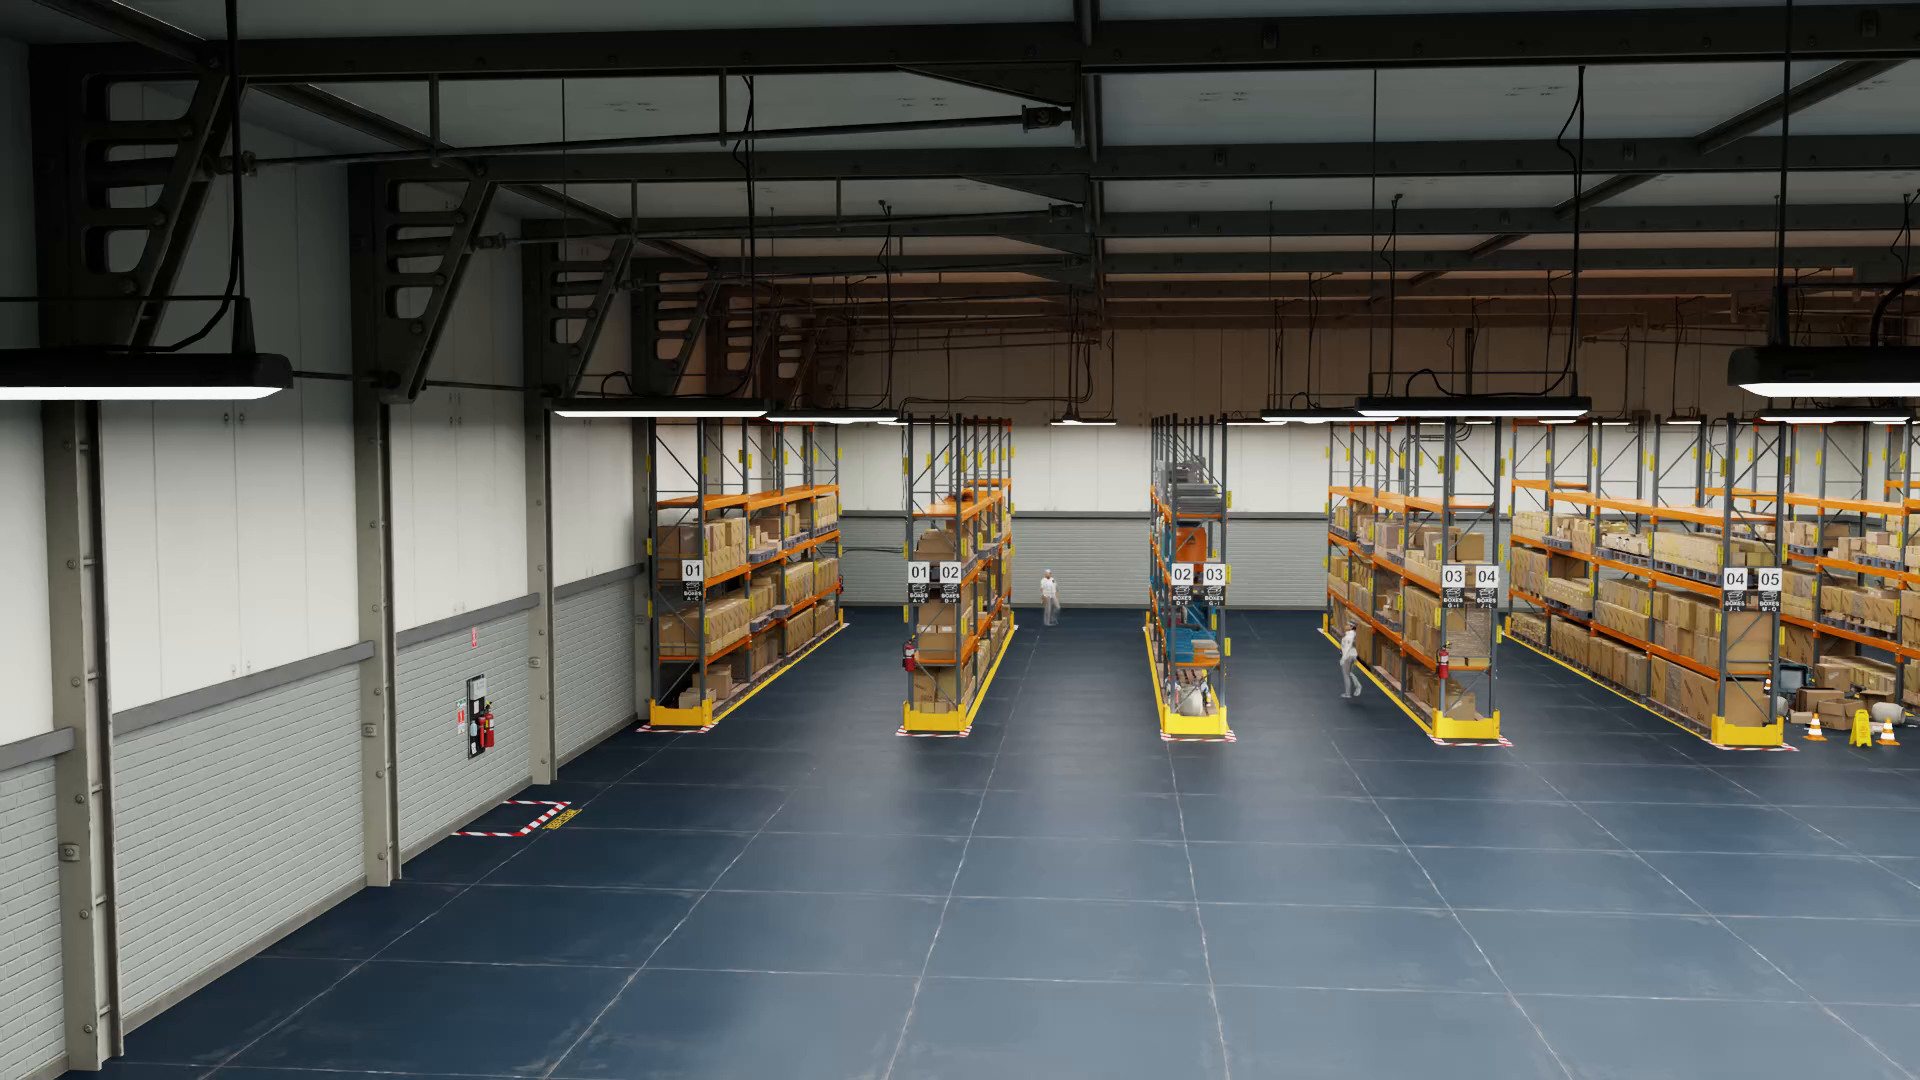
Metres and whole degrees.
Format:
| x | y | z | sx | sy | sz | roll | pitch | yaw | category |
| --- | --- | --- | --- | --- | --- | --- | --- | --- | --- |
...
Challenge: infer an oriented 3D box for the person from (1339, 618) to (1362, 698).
| x | y | z | sx | sy | sz | roll | pitch | yaw | category |
| --- | --- | --- | --- | --- | --- | --- | --- | --- | --- |
| 8.265 | 2.496 | 35.169 | 0.464 | 1.685 | 0.480 | -3 | 5 | -35 | person |

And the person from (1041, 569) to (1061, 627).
| x | y | z | sx | sy | sz | roll | pitch | yaw | category |
| --- | --- | --- | --- | --- | --- | --- | --- | --- | --- |
| 2.606 | 1.680 | 47.857 | 0.595 | 1.667 | 0.491 | -3 | 5 | -38 | person |
